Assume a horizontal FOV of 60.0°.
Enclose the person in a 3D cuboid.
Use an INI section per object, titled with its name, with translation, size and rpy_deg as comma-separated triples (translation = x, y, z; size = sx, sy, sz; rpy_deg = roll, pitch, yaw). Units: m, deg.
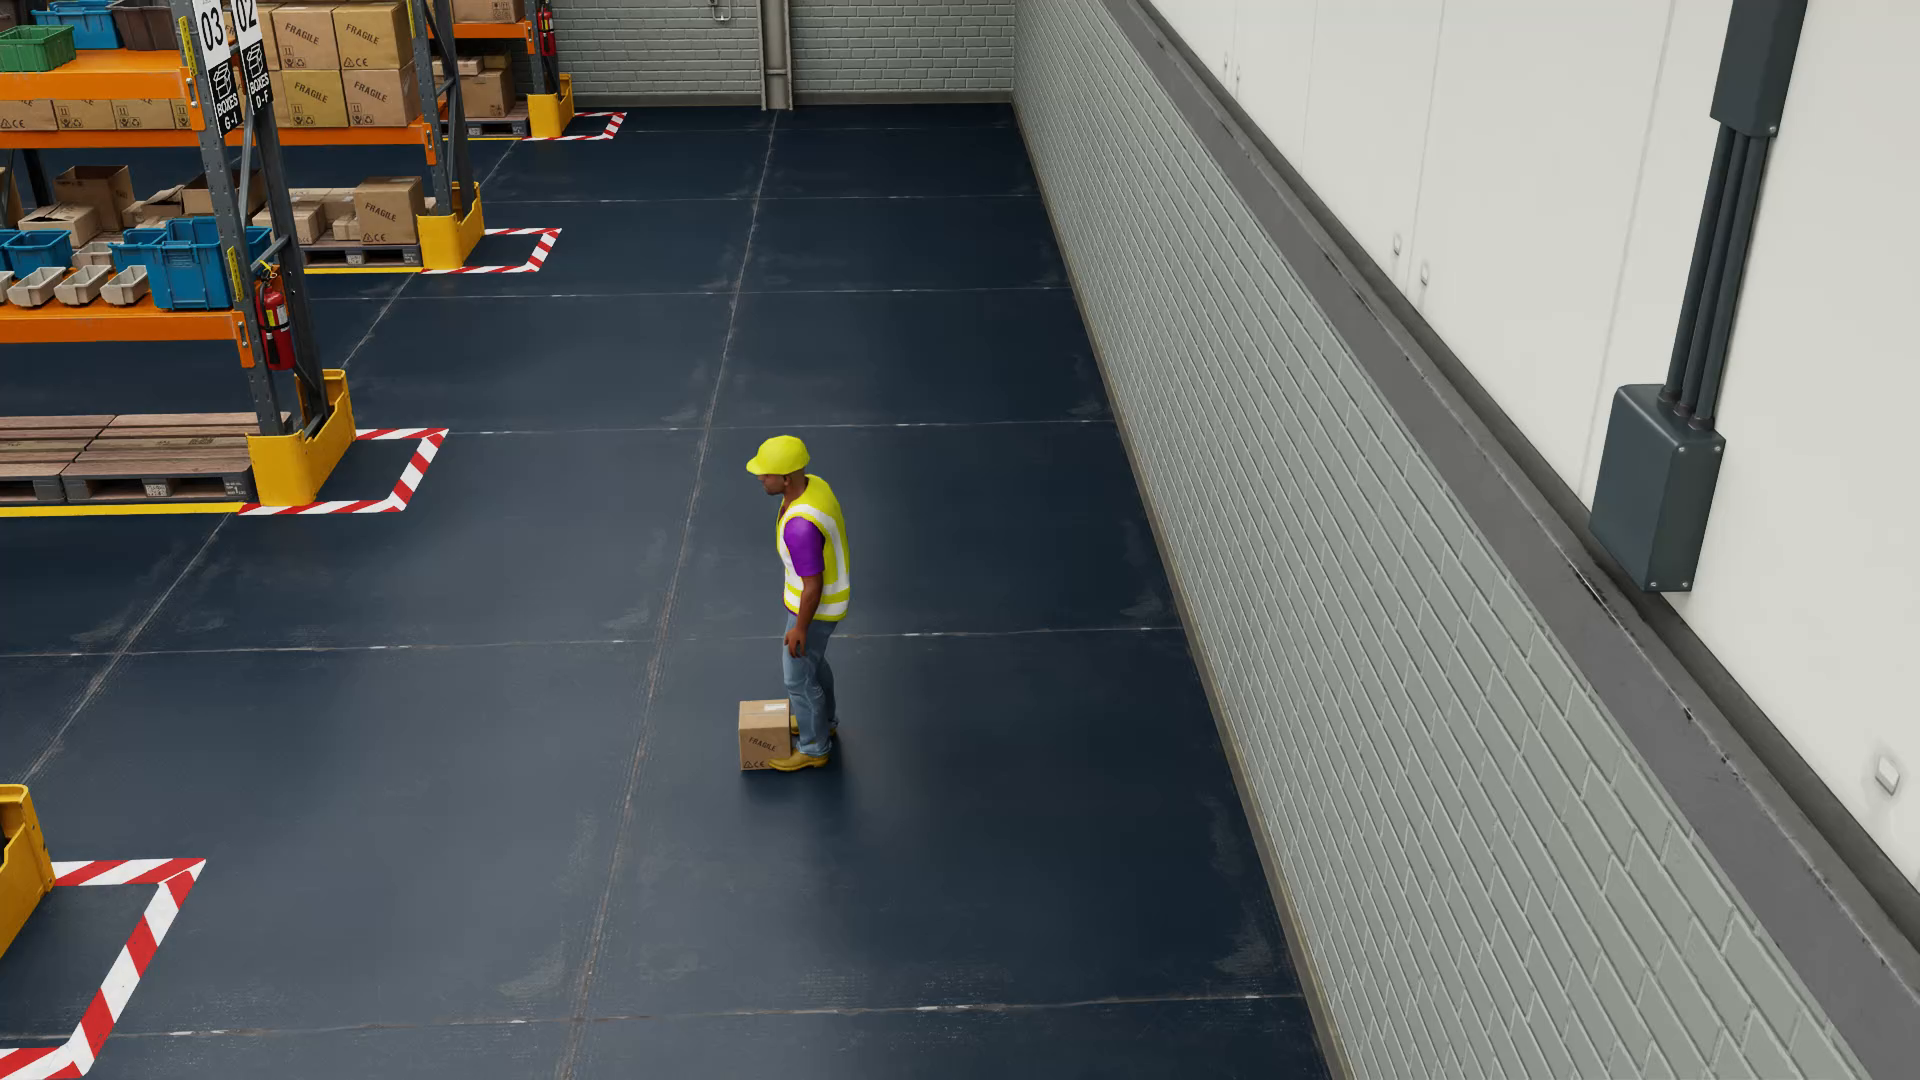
[person]
translation = -0.754, 0.296, 8.028
size = 0.459, 1.761, 0.626
rpy_deg = -1, 27, -3
